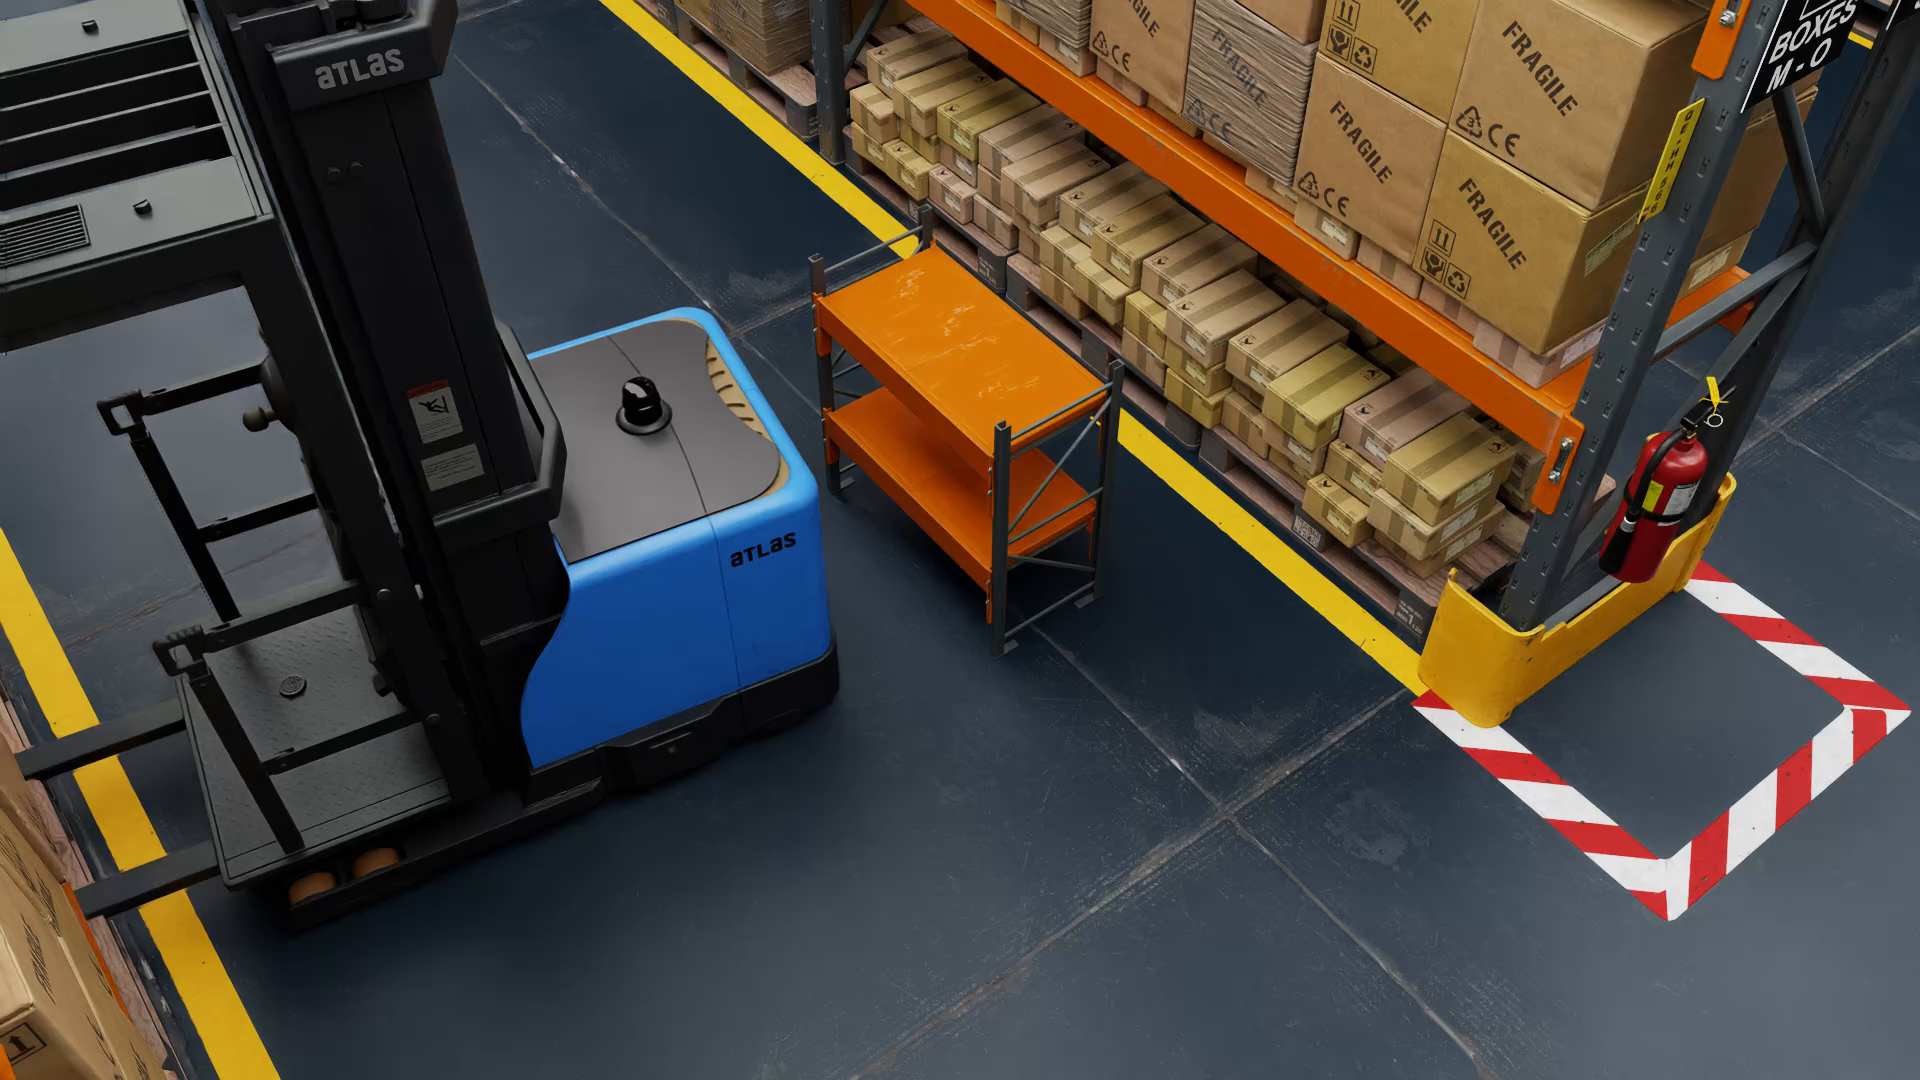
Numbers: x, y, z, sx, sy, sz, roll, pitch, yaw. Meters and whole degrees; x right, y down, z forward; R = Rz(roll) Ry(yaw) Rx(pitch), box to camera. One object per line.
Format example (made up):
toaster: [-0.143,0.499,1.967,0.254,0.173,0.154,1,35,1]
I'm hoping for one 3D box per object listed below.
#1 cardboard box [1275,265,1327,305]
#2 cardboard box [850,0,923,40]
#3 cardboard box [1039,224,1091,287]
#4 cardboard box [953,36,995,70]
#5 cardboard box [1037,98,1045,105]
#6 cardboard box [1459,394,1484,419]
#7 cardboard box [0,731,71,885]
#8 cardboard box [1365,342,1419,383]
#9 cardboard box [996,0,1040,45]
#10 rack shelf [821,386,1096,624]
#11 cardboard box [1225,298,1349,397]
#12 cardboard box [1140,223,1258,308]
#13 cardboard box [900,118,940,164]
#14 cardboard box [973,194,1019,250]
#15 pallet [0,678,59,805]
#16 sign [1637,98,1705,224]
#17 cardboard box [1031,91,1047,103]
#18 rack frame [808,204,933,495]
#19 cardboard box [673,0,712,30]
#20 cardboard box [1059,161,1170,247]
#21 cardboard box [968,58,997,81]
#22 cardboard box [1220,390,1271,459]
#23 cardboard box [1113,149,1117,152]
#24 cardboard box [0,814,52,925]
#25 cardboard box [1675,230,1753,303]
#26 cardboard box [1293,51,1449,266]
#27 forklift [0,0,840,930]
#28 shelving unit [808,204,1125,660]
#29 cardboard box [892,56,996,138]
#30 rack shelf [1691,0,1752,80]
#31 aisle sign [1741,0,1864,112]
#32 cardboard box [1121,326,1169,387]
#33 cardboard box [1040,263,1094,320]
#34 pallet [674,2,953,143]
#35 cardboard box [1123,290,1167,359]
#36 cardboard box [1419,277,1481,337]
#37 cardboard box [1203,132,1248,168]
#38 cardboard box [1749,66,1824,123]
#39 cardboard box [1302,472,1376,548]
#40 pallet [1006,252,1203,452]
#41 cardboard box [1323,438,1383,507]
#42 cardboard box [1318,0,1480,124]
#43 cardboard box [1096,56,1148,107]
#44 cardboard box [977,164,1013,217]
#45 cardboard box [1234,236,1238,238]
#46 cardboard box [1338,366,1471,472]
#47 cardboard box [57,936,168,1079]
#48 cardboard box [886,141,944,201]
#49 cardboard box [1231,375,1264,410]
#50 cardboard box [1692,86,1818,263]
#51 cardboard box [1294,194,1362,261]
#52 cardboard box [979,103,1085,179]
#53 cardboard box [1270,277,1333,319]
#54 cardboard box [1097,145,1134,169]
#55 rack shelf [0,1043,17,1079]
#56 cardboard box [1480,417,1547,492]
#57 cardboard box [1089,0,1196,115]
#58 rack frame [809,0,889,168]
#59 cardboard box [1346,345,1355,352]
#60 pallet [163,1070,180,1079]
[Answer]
cardboard box: [1.454,-1.100,6.462,0.380,0.149,0.250,-27,53,-23]
cardboard box: [-0.467,-2.879,8.239,0.500,0.500,0.500,-27,53,-23]
cardboard box: [0.546,-1.202,6.755,0.380,0.149,0.250,-30,54,-24]
cardboard box: [0.192,-2.313,7.562,0.380,0.149,0.250,-28,54,-23]
cardboard box: [0.563,-1.959,7.441,0.380,0.149,0.250,-31,55,-25]
cardboard box: [1.881,-0.618,6.024,0.380,0.149,0.250,-28,54,-23]
cardboard box: [-2.372,0.577,3.635,0.500,0.500,0.500,-30,54,-24]
cardboard box: [1.739,-0.663,6.267,0.380,0.149,0.250,-29,54,-24]
cardboard box: [0.359,-2.031,6.236,0.380,0.149,0.250,-28,54,-23]
rack shelf: [0.004,-0.210,6.011,0.538,0.278,1.000,-29,54,-24]
cardboard box: [1.198,-0.697,6.096,0.380,0.149,0.250,-31,55,-25]
cardboard box: [0.920,-1.035,6.403,0.380,0.149,0.250,-31,55,-25]
cardboard box: [-0.042,-1.840,7.333,0.380,0.149,0.250,-29,54,-24]
cardboard box: [0.280,-1.440,7.172,0.380,0.149,0.250,-30,55,-25]
pallet: [-3.711,0.677,5.493,1.003,0.211,1.213,-29,54,-24]
sign: [1.737,-0.922,4.066,0.100,0.325,0.005,-29,54,-24]
cardboard box: [0.534,-2.037,7.311,0.380,0.149,0.250,-30,54,-24]
rack frame: [-0.304,-0.674,6.101,0.500,1.125,0.032,-29,54,-24]
cardboard box: [-1.190,-2.950,8.304,0.500,0.500,0.500,-31,55,-25]
cardboard box: [0.621,-1.340,6.680,0.380,0.149,0.250,-32,55,-25]
cardboard box: [0.213,-2.263,7.717,0.380,0.149,0.250,-28,54,-23]
cardboard box: [1.219,-0.505,6.324,0.380,0.149,0.250,-29,54,-24]
cardboard box: [0.867,-1.730,7.033,0.380,0.149,0.250,-32,55,-26]
cardboard box: [-2.070,0.534,2.999,0.500,0.500,0.500,-31,55,-25]
cardboard box: [2.256,-0.918,5.227,0.380,0.149,0.250,-30,54,-24]
cardboard box: [1.406,-1.253,5.093,0.500,0.500,0.500,-30,55,-25]
forklift: [-1.964,-0.247,4.496,3.031,2.935,1.130,-21,51,-18]
shelving unit: [0.004,-0.374,5.830,0.538,1.125,1.048,-29,54,-24]
cardboard box: [-0.068,-1.921,7.206,0.380,0.149,0.250,-27,53,-22]
rack shelf: [0.980,-2.609,5.052,1.077,0.370,4.000,-29,54,-24]
aisle sign: [1.996,-1.360,3.703,0.394,0.787,0.004,-29,54,-24]
cardboard box: [0.865,-0.797,6.589,0.380,0.149,0.250,-28,54,-23]
cardboard box: [0.552,-1.101,6.864,0.380,0.149,0.250,-31,55,-25]
pallet: [-0.704,-2.545,8.414,1.003,0.211,1.213,-29,54,-24]
cardboard box: [0.864,-0.895,6.477,0.380,0.149,0.250,-27,53,-22]
cardboard box: [1.648,-0.809,5.128,0.380,0.149,0.250,-29,54,-24]
cardboard box: [1.059,-1.444,5.704,0.380,0.149,0.250,-32,55,-25]
cardboard box: [2.130,-1.517,4.658,0.500,0.500,0.500,-30,54,-24]
cardboard box: [1.470,-0.171,6.021,0.380,0.149,0.250,-28,54,-23]
pallet: [0.947,-0.986,7.002,1.003,0.211,1.213,-29,54,-24]
cardboard box: [1.529,-0.309,5.946,0.380,0.149,0.250,-31,55,-25]
cardboard box: [1.409,-1.591,4.724,0.500,0.500,0.500,-31,55,-25]
cardboard box: [0.715,-1.733,5.966,0.380,0.149,0.250,-27,53,-23]
cardboard box: [0.296,-1.552,7.072,0.380,0.149,0.250,-32,55,-26]
cardboard box: [1.080,-1.282,6.828,0.380,0.149,0.250,-27,53,-22]
cardboard box: [1.562,-0.420,5.845,0.380,0.149,0.250,-28,54,-23]
cardboard box: [-1.750,1.170,3.097,0.500,0.500,0.500,-30,54,-24]
cardboard box: [-0.105,-1.691,7.399,0.380,0.149,0.250,-28,54,-23]
cardboard box: [1.247,-0.641,6.247,0.380,0.149,0.250,-30,54,-24]
cardboard box: [2.139,-1.186,5.033,0.500,0.500,0.500,-27,53,-22]
cardboard box: [1.311,-1.090,5.383,0.380,0.149,0.250,-28,54,-23]
cardboard box: [0.301,-1.651,6.961,0.380,0.149,0.250,-31,55,-25]
cardboard box: [1.433,-0.977,6.551,0.380,0.149,0.250,-32,55,-26]
cardboard box: [0.806,-1.626,7.139,0.380,0.149,0.250,-28,54,-23]
rack shelf: [-2.898,-0.329,2.985,1.077,0.370,4.000,-29,54,-24]
cardboard box: [2.078,-0.372,6.002,0.380,0.149,0.250,-27,53,-23]
cardboard box: [0.798,-1.847,5.631,0.500,0.500,0.500,-27,53,-22]
rack frame: [-0.231,-3.023,6.966,1.000,3.000,0.127,-29,54,-24]
cardboard box: [1.681,-0.761,6.556,0.380,0.149,0.250,-29,54,-24]
pallet: [-2.234,2.116,4.189,1.003,0.211,1.213,-29,54,-24]
